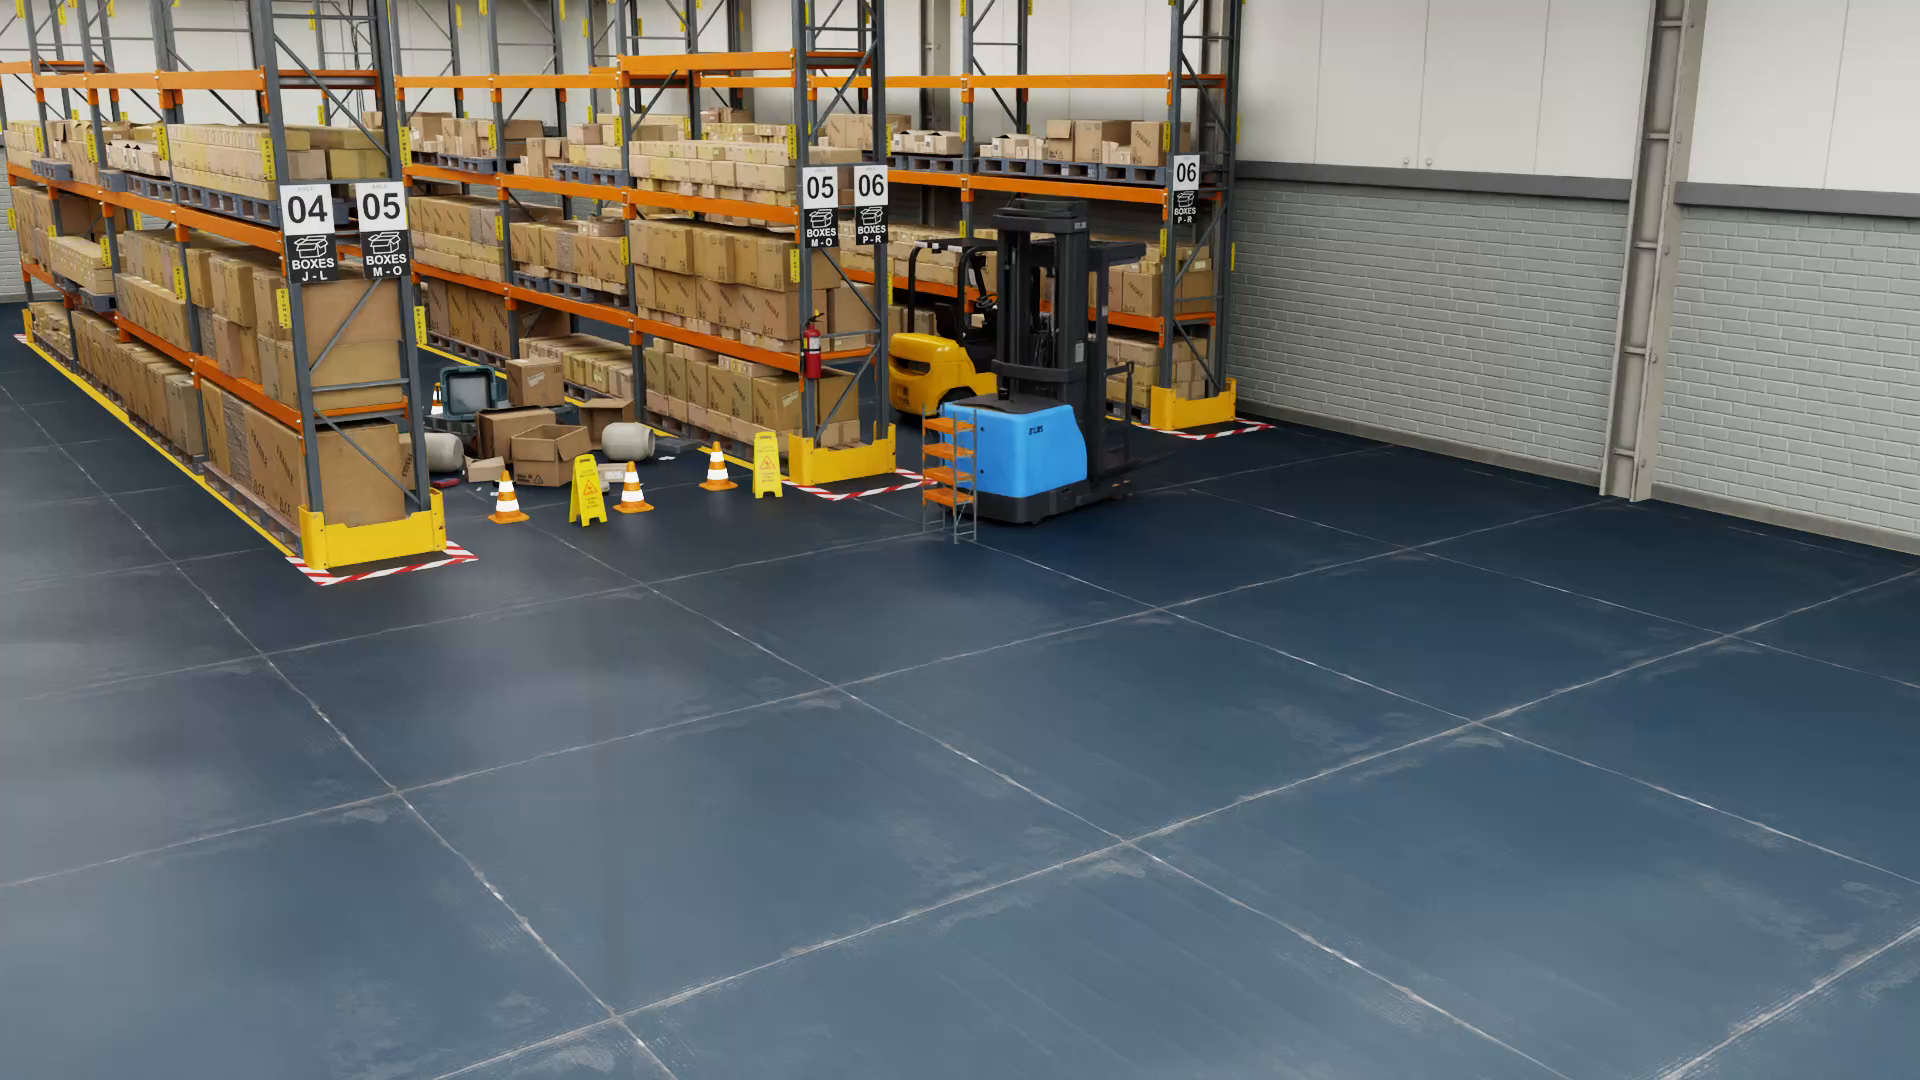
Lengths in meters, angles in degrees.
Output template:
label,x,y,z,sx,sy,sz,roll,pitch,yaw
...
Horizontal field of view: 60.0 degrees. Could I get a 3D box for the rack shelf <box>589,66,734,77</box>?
label,x,y,z,sx,sy,sz,roll,pitch,yaw
rack shelf,-5.405,-8.414,30.141,1.077,0.370,4.000,-11,19,-35

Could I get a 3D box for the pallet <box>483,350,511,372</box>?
label,x,y,z,sx,sy,sz,roll,pitch,yaw
pallet,-6.293,-2.652,24.364,1.003,0.211,1.213,-11,19,-35

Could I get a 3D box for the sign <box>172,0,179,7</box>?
label,x,y,z,sx,sy,sz,roll,pitch,yaw
sign,-9.388,-6.534,19.834,0.100,0.325,0.005,-11,19,-35

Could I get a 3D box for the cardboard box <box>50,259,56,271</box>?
label,x,y,z,sx,sy,sz,roll,pitch,yaw
cardboard box,-12.327,-3.807,22.983,0.380,0.149,0.250,-12,19,-37

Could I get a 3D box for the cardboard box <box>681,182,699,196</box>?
label,x,y,z,sx,sy,sz,roll,pitch,yaw
cardboard box,-2.866,-3.894,18.417,0.380,0.149,0.250,-11,19,-36

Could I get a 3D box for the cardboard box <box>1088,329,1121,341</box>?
label,x,y,z,sx,sy,sz,roll,pitch,yaw
cardboard box,1.694,-2.502,21.056,0.500,0.250,0.500,-11,19,-34

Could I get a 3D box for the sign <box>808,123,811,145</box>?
label,x,y,z,sx,sy,sz,roll,pitch,yaw
sign,-2.318,-6.200,25.386,0.100,0.325,0.005,-11,19,-35

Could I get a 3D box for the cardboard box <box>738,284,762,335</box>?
label,x,y,z,sx,sy,sz,roll,pitch,yaw
cardboard box,-2.019,-2.481,17.705,0.500,0.500,0.500,-11,19,-34

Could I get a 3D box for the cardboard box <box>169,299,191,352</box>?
label,x,y,z,sx,sy,sz,roll,pitch,yaw
cardboard box,-8.006,-2.291,17.574,0.500,0.500,0.500,-11,19,-35

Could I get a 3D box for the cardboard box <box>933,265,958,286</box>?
label,x,y,z,sx,sy,sz,roll,pitch,yaw
cardboard box,-0.033,-3.728,23.300,0.500,0.250,0.500,-10,18,-33

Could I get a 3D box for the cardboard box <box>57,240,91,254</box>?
label,x,y,z,sx,sy,sz,roll,pitch,yaw
cardboard box,-11.865,-3.926,22.292,0.380,0.149,0.250,-11,19,-35

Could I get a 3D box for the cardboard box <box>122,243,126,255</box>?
label,x,y,z,sx,sy,sz,roll,pitch,yaw
cardboard box,-10.868,-3.858,22.043,0.380,0.149,0.250,-11,19,-35

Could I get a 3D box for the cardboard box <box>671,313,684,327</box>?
label,x,y,z,sx,sy,sz,roll,pitch,yaw
cardboard box,-3.124,-2.568,19.253,0.380,0.149,0.250,-10,18,-33

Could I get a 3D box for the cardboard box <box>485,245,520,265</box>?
label,x,y,z,sx,sy,sz,roll,pitch,yaw
cardboard box,-6.381,-4.049,23.526,0.500,0.250,0.500,-11,19,-35

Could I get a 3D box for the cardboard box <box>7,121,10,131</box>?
label,x,y,z,sx,sy,sz,roll,pitch,yaw
cardboard box,-14.296,-6.312,25.355,0.380,0.149,0.250,-11,19,-35

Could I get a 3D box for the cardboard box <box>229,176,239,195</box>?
label,x,y,z,sx,sy,sz,roll,pitch,yaw
cardboard box,-6.199,-3.131,14.641,0.380,0.149,0.250,-11,19,-35

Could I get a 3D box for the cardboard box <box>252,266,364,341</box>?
label,x,y,z,sx,sy,sz,roll,pitch,yaw
cardboard box,-5.716,-2.100,14.737,0.875,0.550,0.550,-11,19,-35

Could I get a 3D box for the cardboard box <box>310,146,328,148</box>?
label,x,y,z,sx,sy,sz,roll,pitch,yaw
cardboard box,-5.507,-3.338,14.644,0.500,0.250,0.500,-11,19,-35

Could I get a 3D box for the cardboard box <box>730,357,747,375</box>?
label,x,y,z,sx,sy,sz,roll,pitch,yaw
cardboard box,-2.284,-1.912,18.143,0.380,0.149,0.250,-10,18,-34

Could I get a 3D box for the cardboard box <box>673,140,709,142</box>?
label,x,y,z,sx,sy,sz,roll,pitch,yaw
cardboard box,-3.175,-4.639,19.626,0.380,0.149,0.250,-10,18,-33

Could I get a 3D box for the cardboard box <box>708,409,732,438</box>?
label,x,y,z,sx,sy,sz,roll,pitch,yaw
cardboard box,-2.490,-1.338,18.696,0.500,0.250,0.500,-12,19,-37

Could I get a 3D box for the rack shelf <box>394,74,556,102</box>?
label,x,y,z,sx,sy,sz,roll,pitch,yaw
rack shelf,-7.066,-6.597,24.255,1.077,0.370,4.000,-11,19,-35

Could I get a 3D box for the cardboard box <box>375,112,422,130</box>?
label,x,y,z,sx,sy,sz,roll,pitch,yaw
cardboard box,-9.061,-6.701,27.015,0.797,0.503,0.637,-9,18,-30

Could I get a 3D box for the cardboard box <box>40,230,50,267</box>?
label,x,y,z,sx,sy,sz,roll,pitch,yaw
cardboard box,-13.004,-4.243,24.144,0.500,0.500,0.500,-11,19,-36

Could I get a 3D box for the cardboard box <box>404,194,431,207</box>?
label,x,y,z,sx,sy,sz,roll,pitch,yaw
cardboard box,-8.743,-5.259,26.526,0.500,0.500,0.500,-11,19,-35

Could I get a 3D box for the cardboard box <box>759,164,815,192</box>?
label,x,y,z,sx,sy,sz,roll,pitch,yaw
cardboard box,-1.705,-3.694,16.928,0.500,0.250,0.500,-11,19,-35

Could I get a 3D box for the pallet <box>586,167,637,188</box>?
label,x,y,z,sx,sy,sz,roll,pitch,yaw
pallet,-3.815,-4.467,20.389,1.213,0.211,1.003,-11,19,-35

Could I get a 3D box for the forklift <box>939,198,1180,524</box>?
label,x,y,z,sx,sy,sz,roll,pitch,yaw
forklift,1.119,-1.885,16.409,1.130,2.935,3.031,12,20,38

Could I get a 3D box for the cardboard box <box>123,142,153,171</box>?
label,x,y,z,sx,sy,sz,roll,pitch,yaw
cardboard box,-8.991,-4.276,18.519,0.500,0.311,0.500,-11,19,-36

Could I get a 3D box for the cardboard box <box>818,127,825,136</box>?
label,x,y,z,sx,sy,sz,roll,pitch,yaw
cardboard box,-2.319,-6.326,25.789,0.380,0.149,0.250,-10,18,-33

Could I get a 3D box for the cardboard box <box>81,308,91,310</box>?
label,x,y,z,sx,sy,sz,roll,pitch,yaw
cardboard box,-13.297,-3.490,25.624,0.380,0.149,0.250,-12,19,-36

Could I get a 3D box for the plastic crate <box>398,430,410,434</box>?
label,x,y,z,sx,sy,sz,roll,pitch,yaw
plastic crate,-6.321,-1.010,18.303,0.450,0.188,0.662,-11,16,-3

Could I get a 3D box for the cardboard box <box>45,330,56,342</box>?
label,x,y,z,sx,sy,sz,roll,pitch,yaw
cardboard box,-13.753,-3.128,25.427,0.380,0.149,0.250,-12,19,-37

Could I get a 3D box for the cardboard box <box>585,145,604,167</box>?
label,x,y,z,sx,sy,sz,roll,pitch,yaw
cardboard box,-4.292,-4.750,20.557,0.500,0.250,0.500,-11,19,-34

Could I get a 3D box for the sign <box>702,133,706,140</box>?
label,x,y,z,sx,sy,sz,roll,pitch,yaw
sign,-3.104,-4.744,20.067,0.100,0.325,0.005,-11,19,-35

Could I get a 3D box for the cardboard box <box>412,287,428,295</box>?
label,x,y,z,sx,sy,sz,roll,pitch,yaw
cardboard box,-9.051,-3.979,27.991,0.875,0.438,0.875,-12,19,-36

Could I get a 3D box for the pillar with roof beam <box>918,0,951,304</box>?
label,x,y,z,sx,sy,sz,roll,pitch,yaw
pillar with roof beam,-3.864,-6.675,22.417,9.100,9.000,0.400,-11,19,-35

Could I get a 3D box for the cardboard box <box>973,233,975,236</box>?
label,x,y,z,sx,sy,sz,roll,pitch,yaw
cardboard box,0.326,-4.269,23.572,0.380,0.149,0.250,-12,19,-36

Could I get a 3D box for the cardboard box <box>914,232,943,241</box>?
label,x,y,z,sx,sy,sz,roll,pitch,yaw
cardboard box,-0.436,-4.282,23.619,0.380,0.149,0.250,-12,19,-36

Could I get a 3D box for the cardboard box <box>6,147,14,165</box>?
label,x,y,z,sx,sy,sz,roll,pitch,yaw
cardboard box,-14.481,-5.974,25.822,0.500,0.250,0.500,-10,18,-33

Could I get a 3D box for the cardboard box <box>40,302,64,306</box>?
label,x,y,z,sx,sy,sz,roll,pitch,yaw
cardboard box,-14.246,-3.645,26.188,0.380,0.149,0.250,-10,18,-34

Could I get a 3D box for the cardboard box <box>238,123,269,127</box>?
label,x,y,z,sx,sy,sz,roll,pitch,yaw
cardboard box,-7.010,-4.105,16.690,0.380,0.149,0.250,-11,19,-35

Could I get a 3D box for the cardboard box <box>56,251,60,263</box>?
label,x,y,z,sx,sy,sz,roll,pitch,yaw
cardboard box,-12.021,-3.840,22.541,0.380,0.149,0.250,-10,18,-33

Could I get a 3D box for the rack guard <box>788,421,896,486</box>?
label,x,y,z,sx,sy,sz,roll,pitch,yaw
rack guard,-1.231,-0.919,17.486,1.175,0.500,0.348,-11,19,-35

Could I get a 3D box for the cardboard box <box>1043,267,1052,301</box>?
label,x,y,z,sx,sy,sz,roll,pitch,yaw
cardboard box,1.421,-3.319,21.332,0.500,0.500,0.500,-11,19,-34

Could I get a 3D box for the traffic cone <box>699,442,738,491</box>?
label,x,y,z,sx,sy,sz,roll,pitch,yaw
traffic cone,-2.483,-0.776,17.036,0.336,0.463,0.334,-11,19,-35

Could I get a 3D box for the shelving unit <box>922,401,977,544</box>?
label,x,y,z,sx,sy,sz,roll,pitch,yaw
shelving unit,-0.097,-0.614,15.047,0.258,1.200,0.503,-11,19,-35

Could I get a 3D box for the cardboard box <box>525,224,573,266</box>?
label,x,y,z,sx,sy,sz,roll,pitch,yaw
cardboard box,-5.501,-3.969,22.346,0.500,0.500,0.500,-10,18,-32

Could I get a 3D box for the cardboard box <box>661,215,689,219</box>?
label,x,y,z,sx,sy,sz,roll,pitch,yaw
cardboard box,-5.033,-5.689,29.899,0.500,0.250,0.500,-11,19,-34

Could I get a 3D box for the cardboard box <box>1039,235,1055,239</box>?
label,x,y,z,sx,sy,sz,roll,pitch,yaw
cardboard box,1.243,-3.861,21.520,0.380,0.149,0.250,-11,19,-35

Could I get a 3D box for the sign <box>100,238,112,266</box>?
label,x,y,z,sx,sy,sz,roll,pitch,yaw
sign,-10.268,-3.461,19.995,0.100,0.325,0.005,-11,19,-35

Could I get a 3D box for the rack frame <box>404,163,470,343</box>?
label,x,y,z,sx,sy,sz,roll,pitch,yaw
rack frame,-8.242,-4.671,26.459,1.000,3.000,0.127,-11,19,-35

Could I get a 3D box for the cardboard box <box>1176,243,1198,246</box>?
label,x,y,z,sx,sy,sz,roll,pitch,yaw
cardboard box,2.696,-3.555,20.403,0.380,0.149,0.250,-10,18,-33

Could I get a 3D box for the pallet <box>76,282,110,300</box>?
label,x,y,z,sx,sy,sz,roll,pitch,yaw
pallet,-11.032,-3.350,21.999,1.003,0.211,1.213,-11,19,-35

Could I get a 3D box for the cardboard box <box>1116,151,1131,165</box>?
label,x,y,z,sx,sy,sz,roll,pitch,yaw
cardboard box,2.094,-4.586,19.958,0.380,0.149,0.250,-12,19,-36
